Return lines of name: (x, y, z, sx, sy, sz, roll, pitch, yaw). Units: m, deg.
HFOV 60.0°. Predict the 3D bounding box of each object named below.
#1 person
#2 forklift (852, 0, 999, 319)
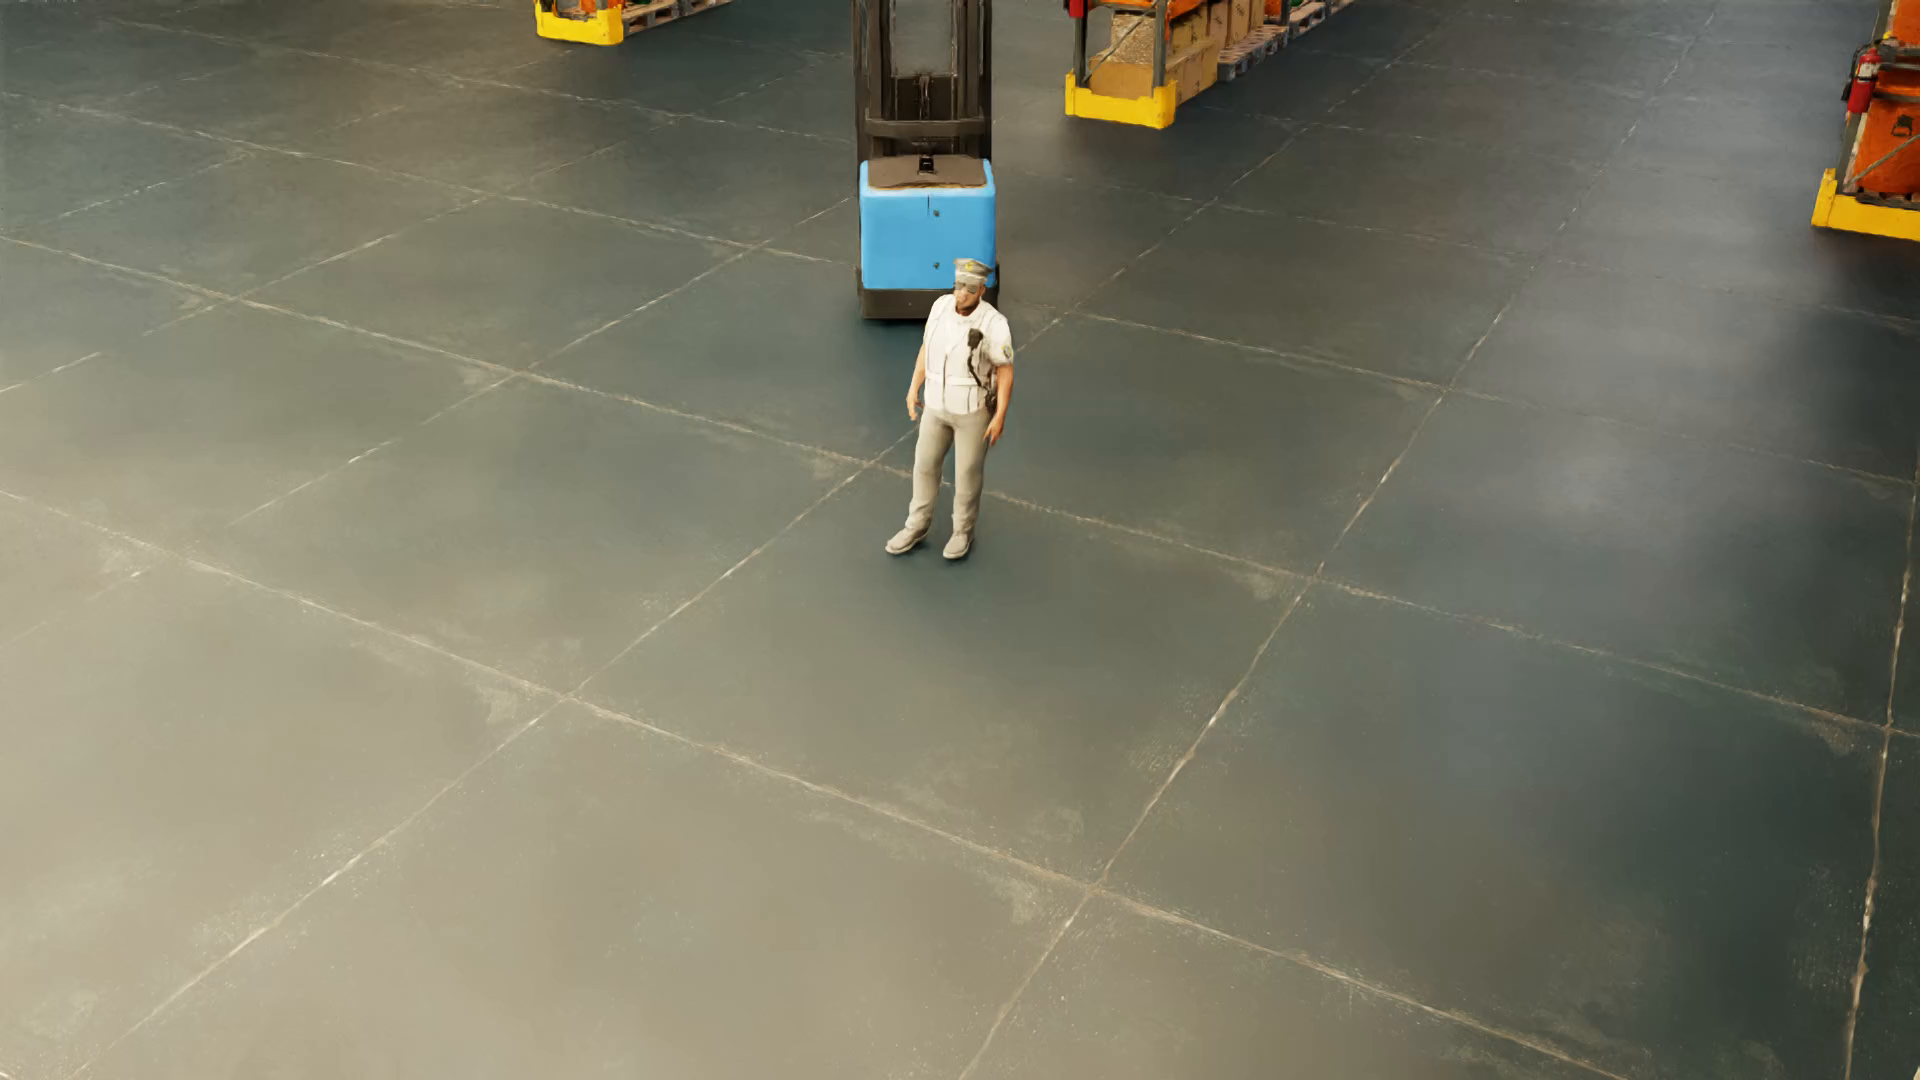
person: (-0.048, -0.747, 9.500, 0.640, 1.781, 0.574, 15, 33, 25)
forklift: (-0.304, -3.676, 13.440, 1.130, 2.935, 3.031, -1, 30, -2)
